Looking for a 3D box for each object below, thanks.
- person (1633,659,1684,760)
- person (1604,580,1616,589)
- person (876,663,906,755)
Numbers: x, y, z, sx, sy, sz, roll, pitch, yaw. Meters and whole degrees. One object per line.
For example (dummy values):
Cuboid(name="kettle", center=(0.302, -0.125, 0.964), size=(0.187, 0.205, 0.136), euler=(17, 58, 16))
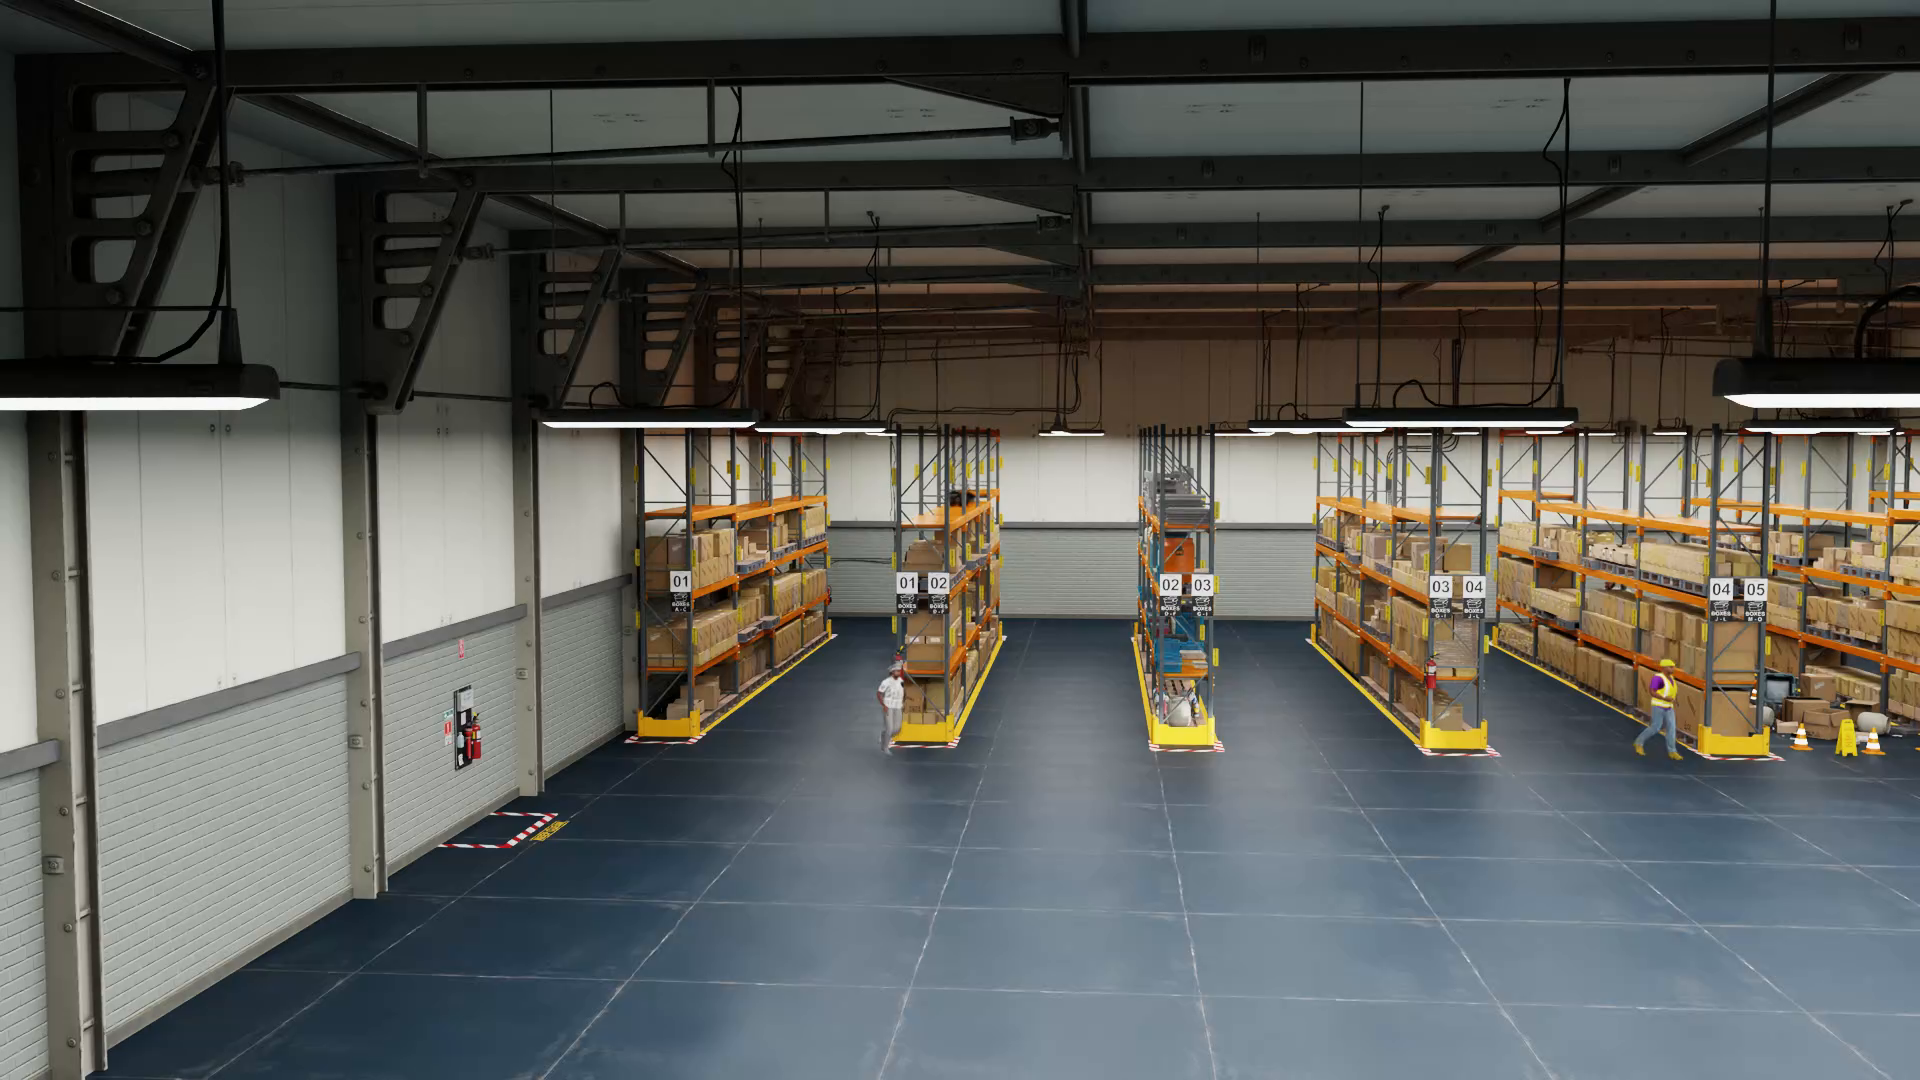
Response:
Cuboid(name="person", center=(12.618, 3.005, 29.834), size=(0.764, 1.765, 0.905), euler=(-3, 4, -39))
Cuboid(name="person", center=(18.361, 1.955, 47.121), size=(0.972, 1.765, 0.699), euler=(0, 3, -6))
Cuboid(name="person", center=(-1.253, 3.072, 30.416), size=(0.617, 1.655, 0.521), euler=(-3, 4, -38))
